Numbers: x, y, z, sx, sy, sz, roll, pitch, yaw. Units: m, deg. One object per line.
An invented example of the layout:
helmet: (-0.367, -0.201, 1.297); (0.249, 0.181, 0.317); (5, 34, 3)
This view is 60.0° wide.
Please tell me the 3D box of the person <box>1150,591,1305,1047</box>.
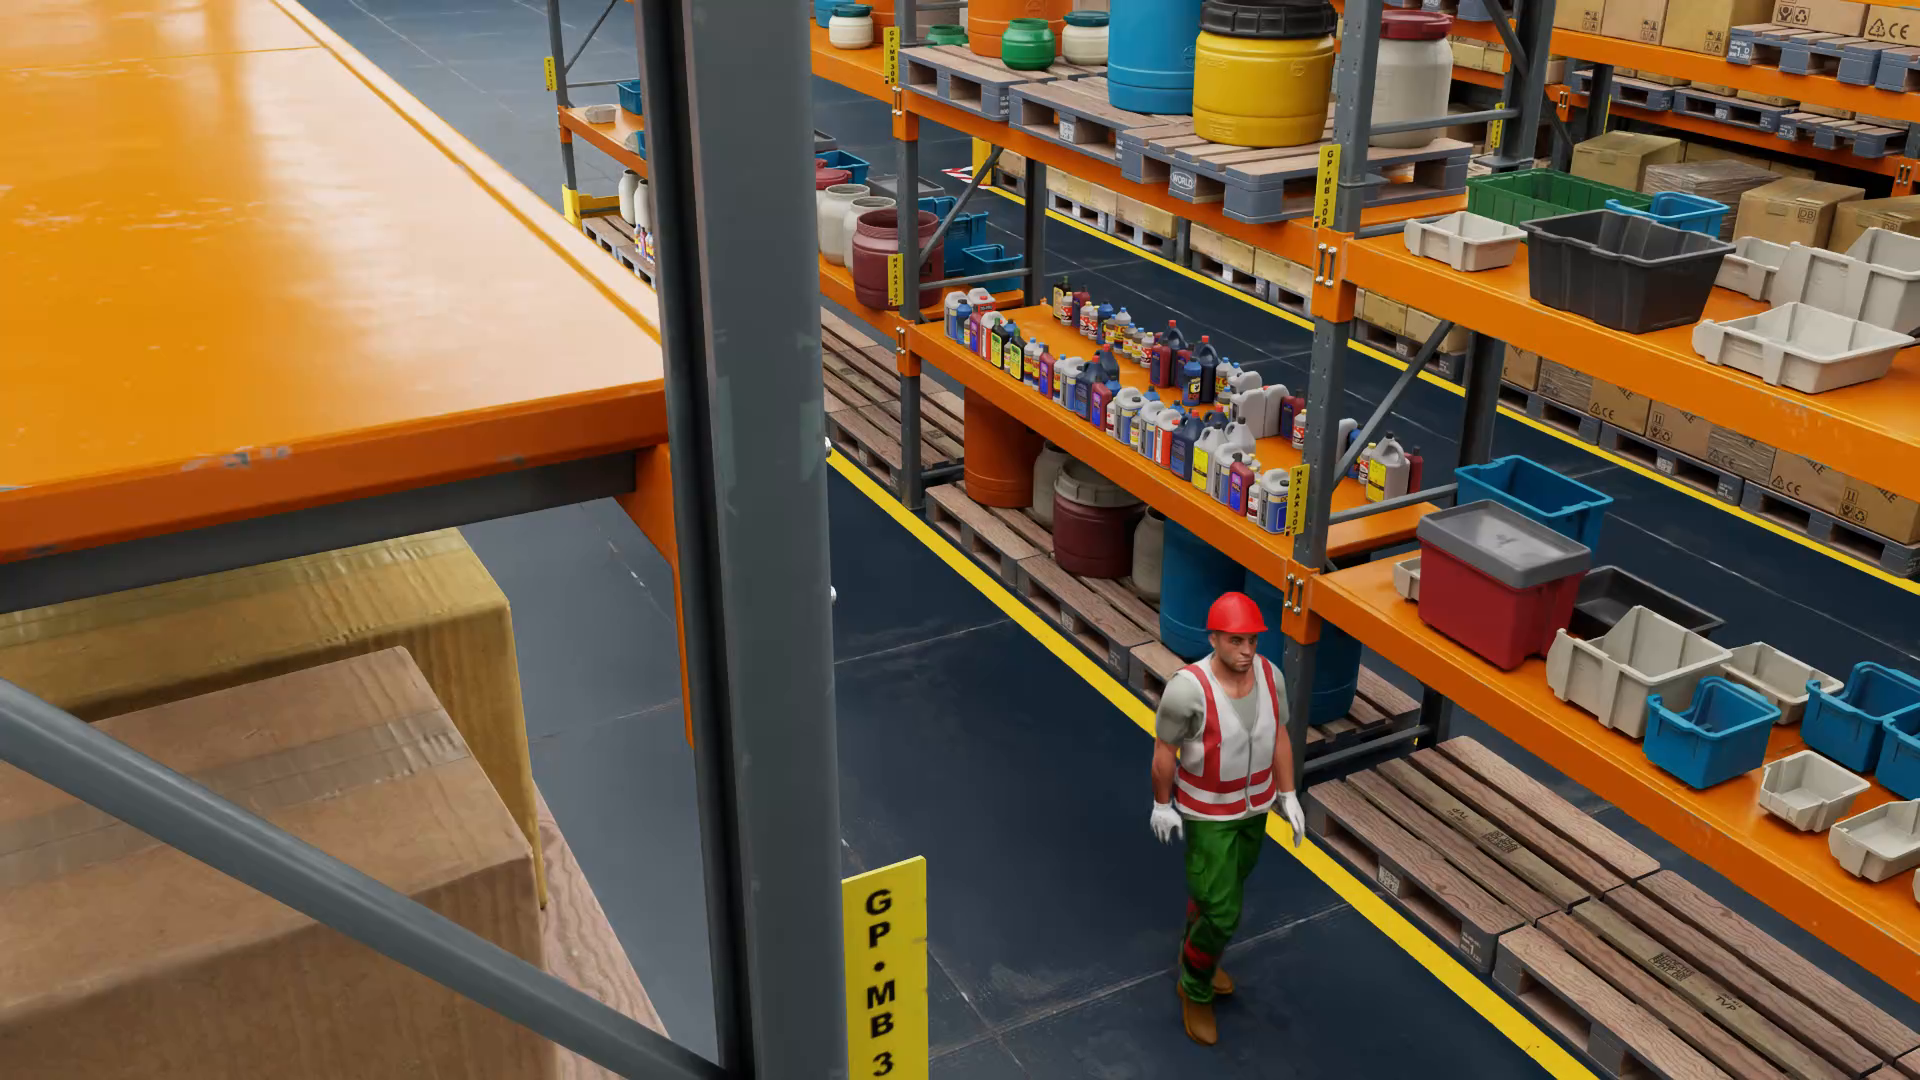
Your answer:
person: (1.028, 1.048, 6.351); (0.533, 1.826, 0.494); (-14, 29, -27)
